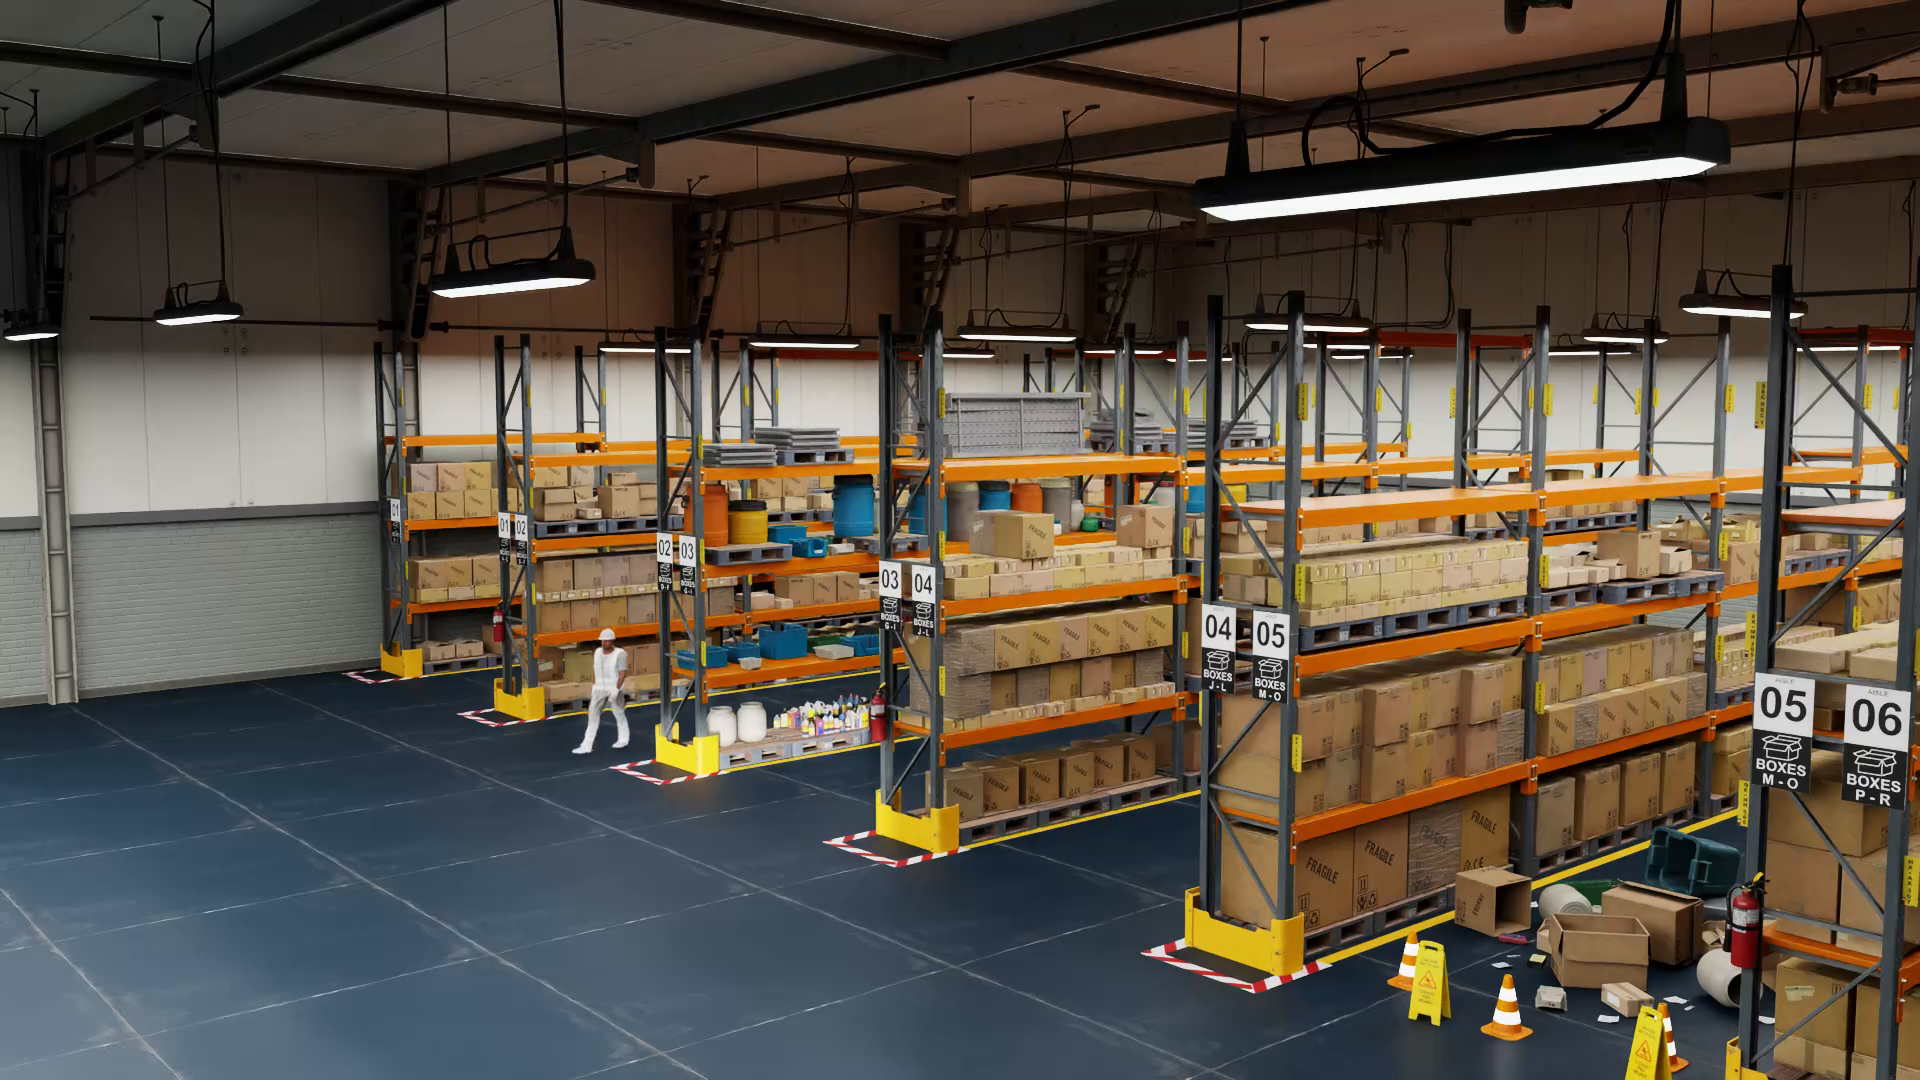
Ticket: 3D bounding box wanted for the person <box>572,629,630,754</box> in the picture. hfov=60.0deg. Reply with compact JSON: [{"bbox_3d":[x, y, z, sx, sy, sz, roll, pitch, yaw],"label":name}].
[{"bbox_3d":[-5.026,2.127,23.516,0.612,1.735,0.942,2,5,17],"label":"person"}]
